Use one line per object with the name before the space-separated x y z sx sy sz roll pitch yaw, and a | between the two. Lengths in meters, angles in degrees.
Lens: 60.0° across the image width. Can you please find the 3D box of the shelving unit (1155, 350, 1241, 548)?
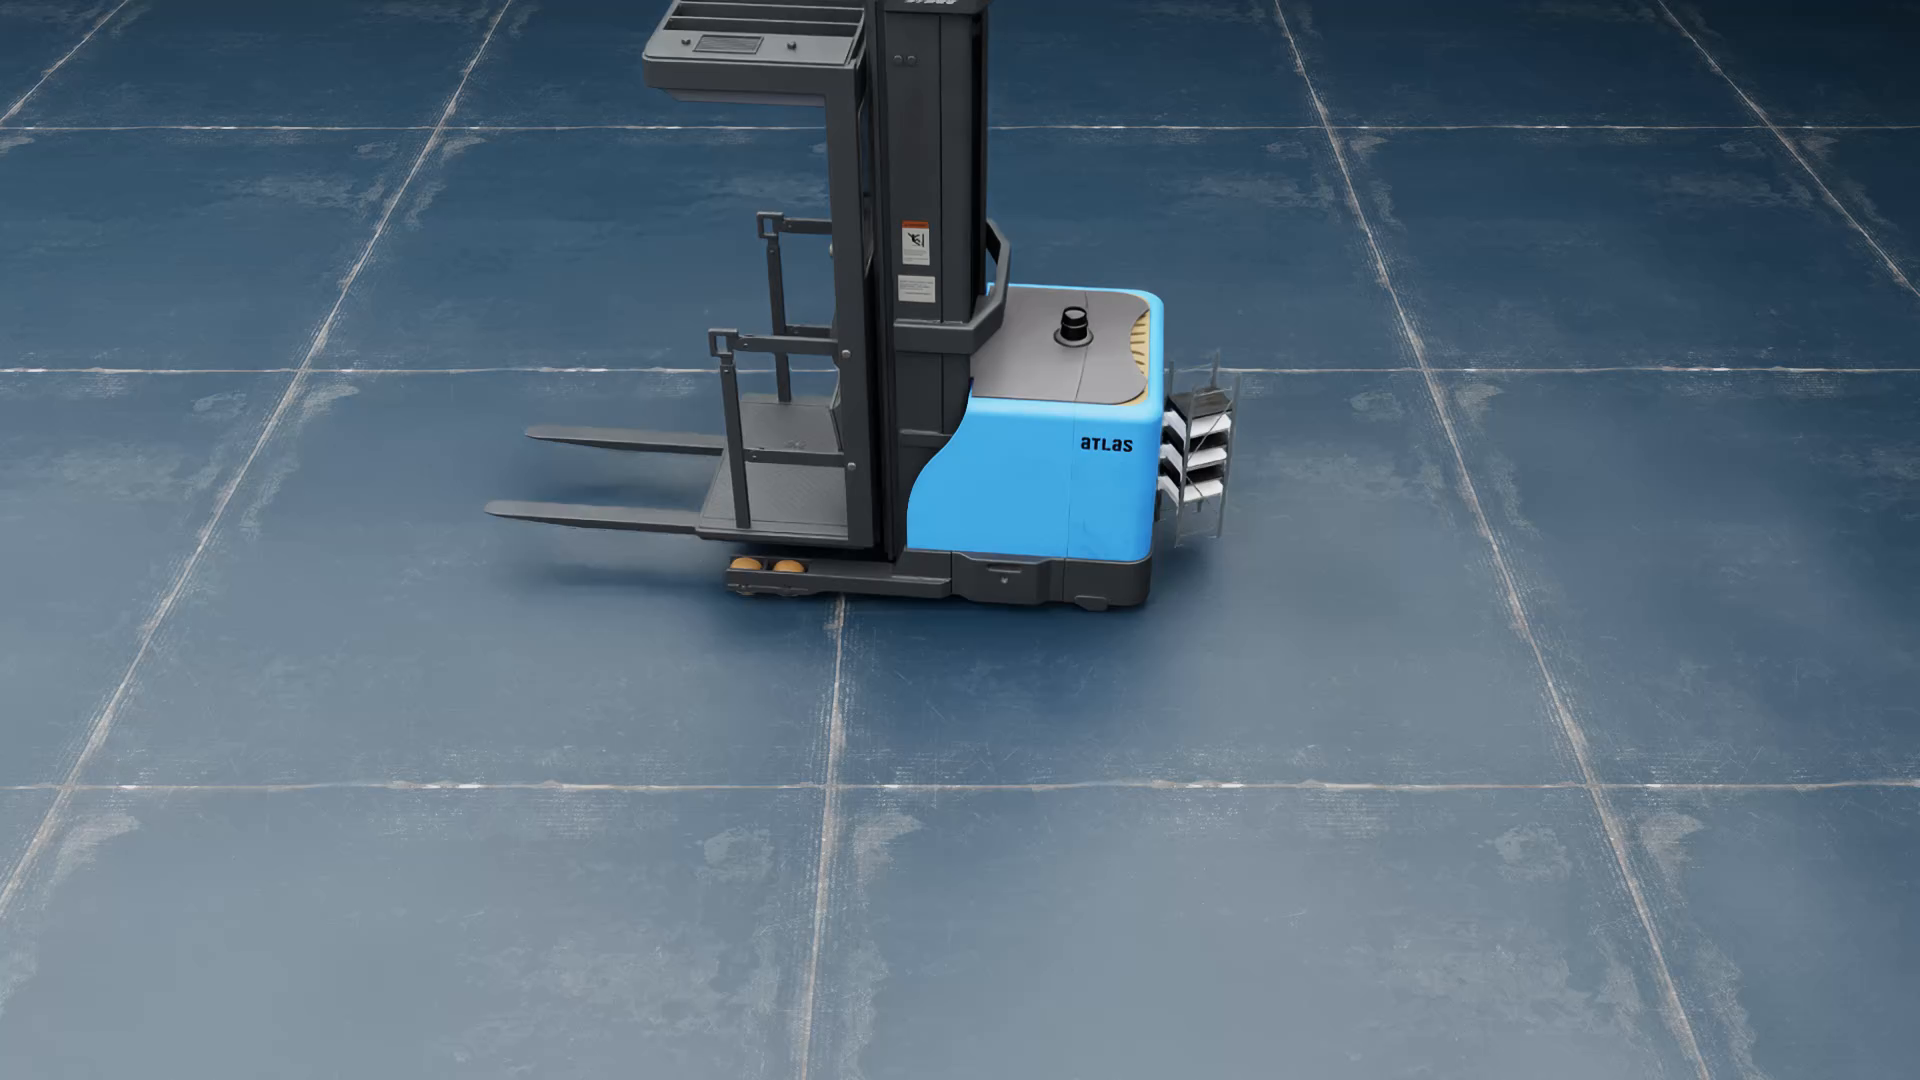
shelving unit | 1.070 -0.401 7.530 0.258 0.900 0.210 -13 41 -16

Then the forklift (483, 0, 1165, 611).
forklift | -0.628 -1.214 6.921 3.031 2.935 1.130 4 39 4

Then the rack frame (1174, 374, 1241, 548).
rack frame | 1.106 -0.341 7.456 0.240 0.900 0.006 -13 41 -16

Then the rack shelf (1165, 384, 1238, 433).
rack shelf | 1.070 -0.585 7.382 0.258 0.077 0.200 -13 41 -16

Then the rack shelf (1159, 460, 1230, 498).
rack shelf | 1.070 -0.304 7.607 0.258 0.077 0.200 -13 41 -16

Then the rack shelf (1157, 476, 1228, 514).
rack shelf | 1.070 -0.234 7.664 0.258 0.077 0.200 -13 41 -16

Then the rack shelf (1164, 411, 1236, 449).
rack shelf | 1.070 -0.515 7.438 0.258 0.077 0.200 -13 41 -16

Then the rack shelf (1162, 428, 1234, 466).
rack shelf | 1.070 -0.445 7.495 0.258 0.077 0.200 -13 41 -16

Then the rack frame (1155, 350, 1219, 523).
rack frame | 1.034 -0.460 7.604 0.240 0.900 0.006 -13 41 -16

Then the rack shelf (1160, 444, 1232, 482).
rack shelf | 1.070 -0.375 7.551 0.258 0.077 0.200 -13 41 -16
